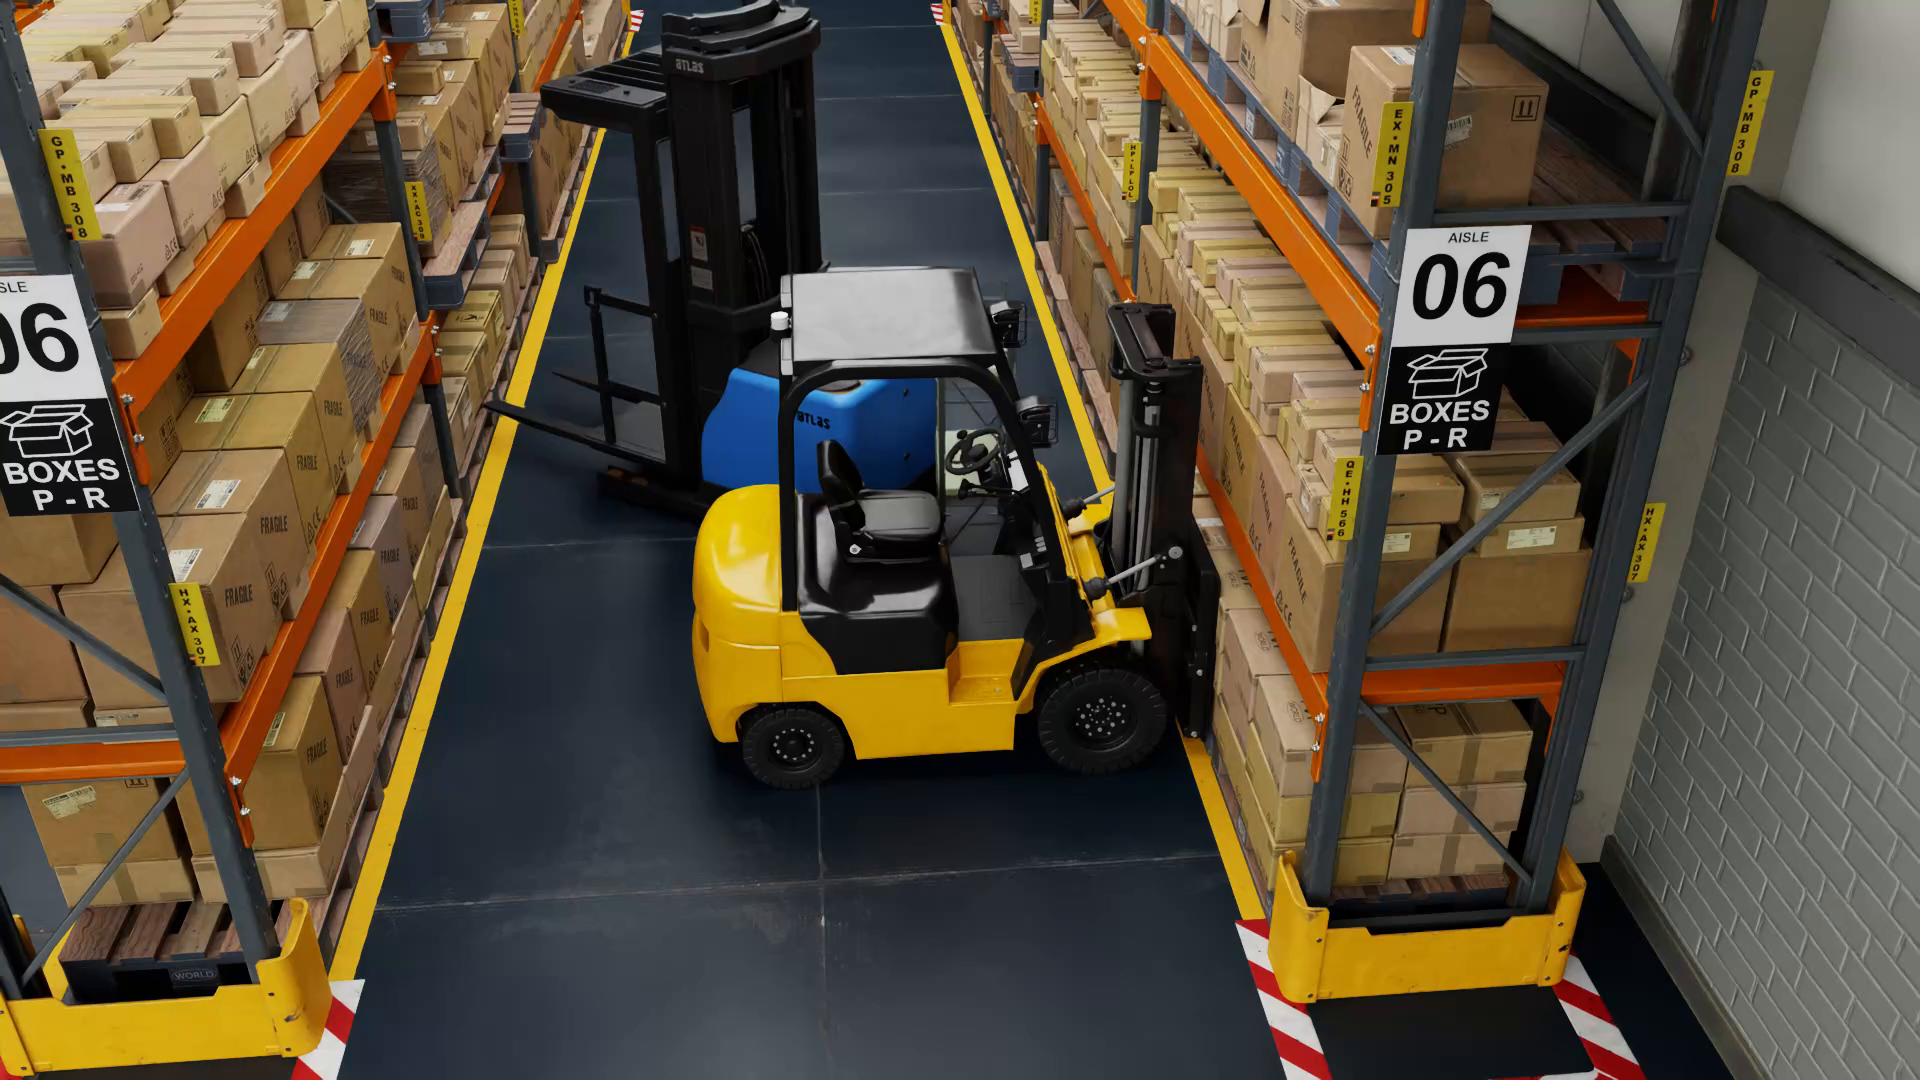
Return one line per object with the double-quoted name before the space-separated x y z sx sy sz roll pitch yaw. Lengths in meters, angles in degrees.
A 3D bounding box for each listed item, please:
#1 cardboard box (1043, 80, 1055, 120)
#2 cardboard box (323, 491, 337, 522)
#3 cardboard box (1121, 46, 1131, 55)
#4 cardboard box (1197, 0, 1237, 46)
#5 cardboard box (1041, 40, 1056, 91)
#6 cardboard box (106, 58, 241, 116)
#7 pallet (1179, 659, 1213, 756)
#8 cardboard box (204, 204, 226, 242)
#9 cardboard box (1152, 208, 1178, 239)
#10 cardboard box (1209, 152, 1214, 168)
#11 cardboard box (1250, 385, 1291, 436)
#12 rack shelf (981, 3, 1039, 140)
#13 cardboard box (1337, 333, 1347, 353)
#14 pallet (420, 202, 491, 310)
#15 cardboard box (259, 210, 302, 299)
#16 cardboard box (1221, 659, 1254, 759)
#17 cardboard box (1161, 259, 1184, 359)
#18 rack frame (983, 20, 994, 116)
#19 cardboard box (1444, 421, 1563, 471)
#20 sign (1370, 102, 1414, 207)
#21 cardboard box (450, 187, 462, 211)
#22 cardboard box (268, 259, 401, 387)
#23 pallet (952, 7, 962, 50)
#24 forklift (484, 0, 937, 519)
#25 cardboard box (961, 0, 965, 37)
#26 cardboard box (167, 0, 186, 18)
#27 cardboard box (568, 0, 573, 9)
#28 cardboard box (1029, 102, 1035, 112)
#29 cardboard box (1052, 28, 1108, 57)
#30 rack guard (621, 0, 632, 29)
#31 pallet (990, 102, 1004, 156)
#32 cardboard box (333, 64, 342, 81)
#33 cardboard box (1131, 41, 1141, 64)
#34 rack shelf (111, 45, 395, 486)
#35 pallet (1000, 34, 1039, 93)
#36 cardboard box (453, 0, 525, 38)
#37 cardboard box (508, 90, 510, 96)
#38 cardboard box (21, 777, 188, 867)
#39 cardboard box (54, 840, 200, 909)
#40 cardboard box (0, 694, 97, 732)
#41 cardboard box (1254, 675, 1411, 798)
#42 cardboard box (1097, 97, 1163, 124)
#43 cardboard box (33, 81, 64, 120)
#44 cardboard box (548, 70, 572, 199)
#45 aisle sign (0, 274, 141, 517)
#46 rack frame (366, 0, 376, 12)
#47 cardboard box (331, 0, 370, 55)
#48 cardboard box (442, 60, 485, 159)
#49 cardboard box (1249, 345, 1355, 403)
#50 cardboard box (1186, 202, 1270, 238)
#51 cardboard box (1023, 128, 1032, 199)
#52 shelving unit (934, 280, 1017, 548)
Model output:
"cardboard box" 0.914 -3.342 12.566 0.500 0.250 0.500 -3 31 -4
"cardboard box" -3.001 -0.194 7.395 0.380 0.149 0.250 -4 31 -6
"cardboard box" 1.435 -3.579 12.476 0.500 0.250 0.500 -2 31 -3
"cardboard box" 1.301 -2.370 7.605 0.380 0.149 0.250 -2 31 -3
"cardboard box" 0.889 -3.556 12.436 0.500 0.250 0.500 -3 31 -5
"cardboard box" -2.921 -1.684 6.186 0.380 0.149 0.250 -2 31 -3
"pallet" 1.639 0.627 8.495 1.003 0.211 1.213 -3 31 -5
"cardboard box" -2.967 -1.213 6.175 0.380 0.149 0.250 -4 31 -6
"cardboard box" 1.258 -1.749 9.022 0.380 0.149 0.250 -3 31 -5
"cardboard box" 1.698 -2.253 9.867 0.380 0.149 0.250 -4 31 -6
"cardboard box" 1.451 -0.571 7.051 0.380 0.149 0.250 -4 31 -6
"rack shelf" 0.929 -4.357 14.821 1.077 0.370 4.000 -3 31 -5
"cardboard box" 1.920 -0.985 7.745 0.380 0.149 0.250 -4 31 -6
"pallet" -3.379 -1.678 9.821 1.003 0.211 1.213 -3 31 -5
"cardboard box" -3.601 -1.466 7.916 0.700 0.500 0.500 -3 31 -4
"cardboard box" 1.470 0.735 7.379 0.500 0.250 0.500 -3 31 -5
"cardboard box" 1.336 -1.141 8.638 0.500 0.500 0.500 -2 31 -4
"rack frame" 0.742 -5.687 16.346 1.000 3.000 0.127 -3 31 -5
"cardboard box" 2.082 -0.330 6.357 0.380 0.149 0.250 -2 31 -3
"sign" 1.322 -1.175 5.081 0.100 0.325 0.005 -3 31 -5
"cardboard box" -3.289 -2.135 10.234 0.380 0.149 0.250 -2 31 -4
"cardboard box" -3.108 -1.056 8.205 0.500 0.500 0.500 -2 31 -3
"pallet" 0.451 -6.086 19.734 1.003 0.211 1.213 -3 31 -5
"forklift" -1.623 -1.689 9.719 3.031 2.935 1.130 17 35 27
"cardboard box" 0.372 -6.081 19.034 0.700 0.500 0.500 -2 31 -3
"cardboard box" -3.679 -2.442 7.455 0.380 0.149 0.250 -4 31 -6
"cardboard box" -3.907 -5.166 15.620 0.500 0.250 0.500 -3 31 -6
"cardboard box" 0.801 -3.682 14.384 0.380 0.149 0.250 -2 31 -3
"cardboard box" 0.879 -3.653 12.211 0.380 0.149 0.250 -2 31 -4
"rack guard" -4.575 -6.429 20.025 1.175 0.500 0.348 -3 31 -5
"pallet" 0.856 -4.076 16.369 1.003 0.211 1.213 -3 31 -5
"cardboard box" -3.183 -2.263 7.934 0.380 0.149 0.250 -2 31 -4
"cardboard box" 1.447 -3.546 12.032 0.380 0.149 0.250 -3 31 -5
"rack shelf" -3.265 -1.321 6.812 1.077 0.370 4.000 -3 31 -5
"pallet" 0.983 -3.905 13.550 1.213 0.211 1.003 -3 31 -5
"cardboard box" -3.628 -4.141 12.685 0.500 0.500 0.500 -4 31 -6
"cardboard box" -3.464 -3.188 11.998 0.380 0.149 0.250 -2 31 -4
"cardboard box" -3.413 0.961 6.756 0.500 0.500 0.500 -3 31 -4
"cardboard box" -3.424 1.267 6.975 0.500 0.250 0.500 -3 31 -5
"cardboard box" -3.326 0.607 6.054 0.380 0.149 0.250 -2 31 -3
"cardboard box" 1.510 0.790 6.798 0.500 0.250 0.500 -2 31 -3
"cardboard box" 1.088 -2.739 10.680 0.380 0.149 0.250 -2 31 -4
"cardboard box" -3.420 -1.522 5.914 0.380 0.149 0.250 -3 31 -5
"cardboard box" -3.887 -3.485 14.322 0.875 0.875 0.875 -2 31 -4
"aisle sign" -2.764 -0.420 4.993 0.394 0.787 0.004 -3 31 -5
"rack frame" -3.452 -3.938 7.568 1.000 3.000 0.127 -3 31 -5
"cardboard box" -3.142 -2.501 7.942 0.500 0.250 0.500 -3 31 -5
"cardboard box" -3.349 -2.737 10.611 0.500 0.500 0.500 -4 31 -7
"cardboard box" 1.431 -0.697 6.972 0.380 0.149 0.250 -2 31 -3
"cardboard box" 1.371 -1.616 8.510 0.380 0.149 0.250 -3 31 -6
"cardboard box" 0.826 -3.214 14.233 0.500 0.500 0.500 -3 31 -5
"shelving unit" 0.074 -0.604 9.299 0.431 1.500 0.755 -1 31 -2
